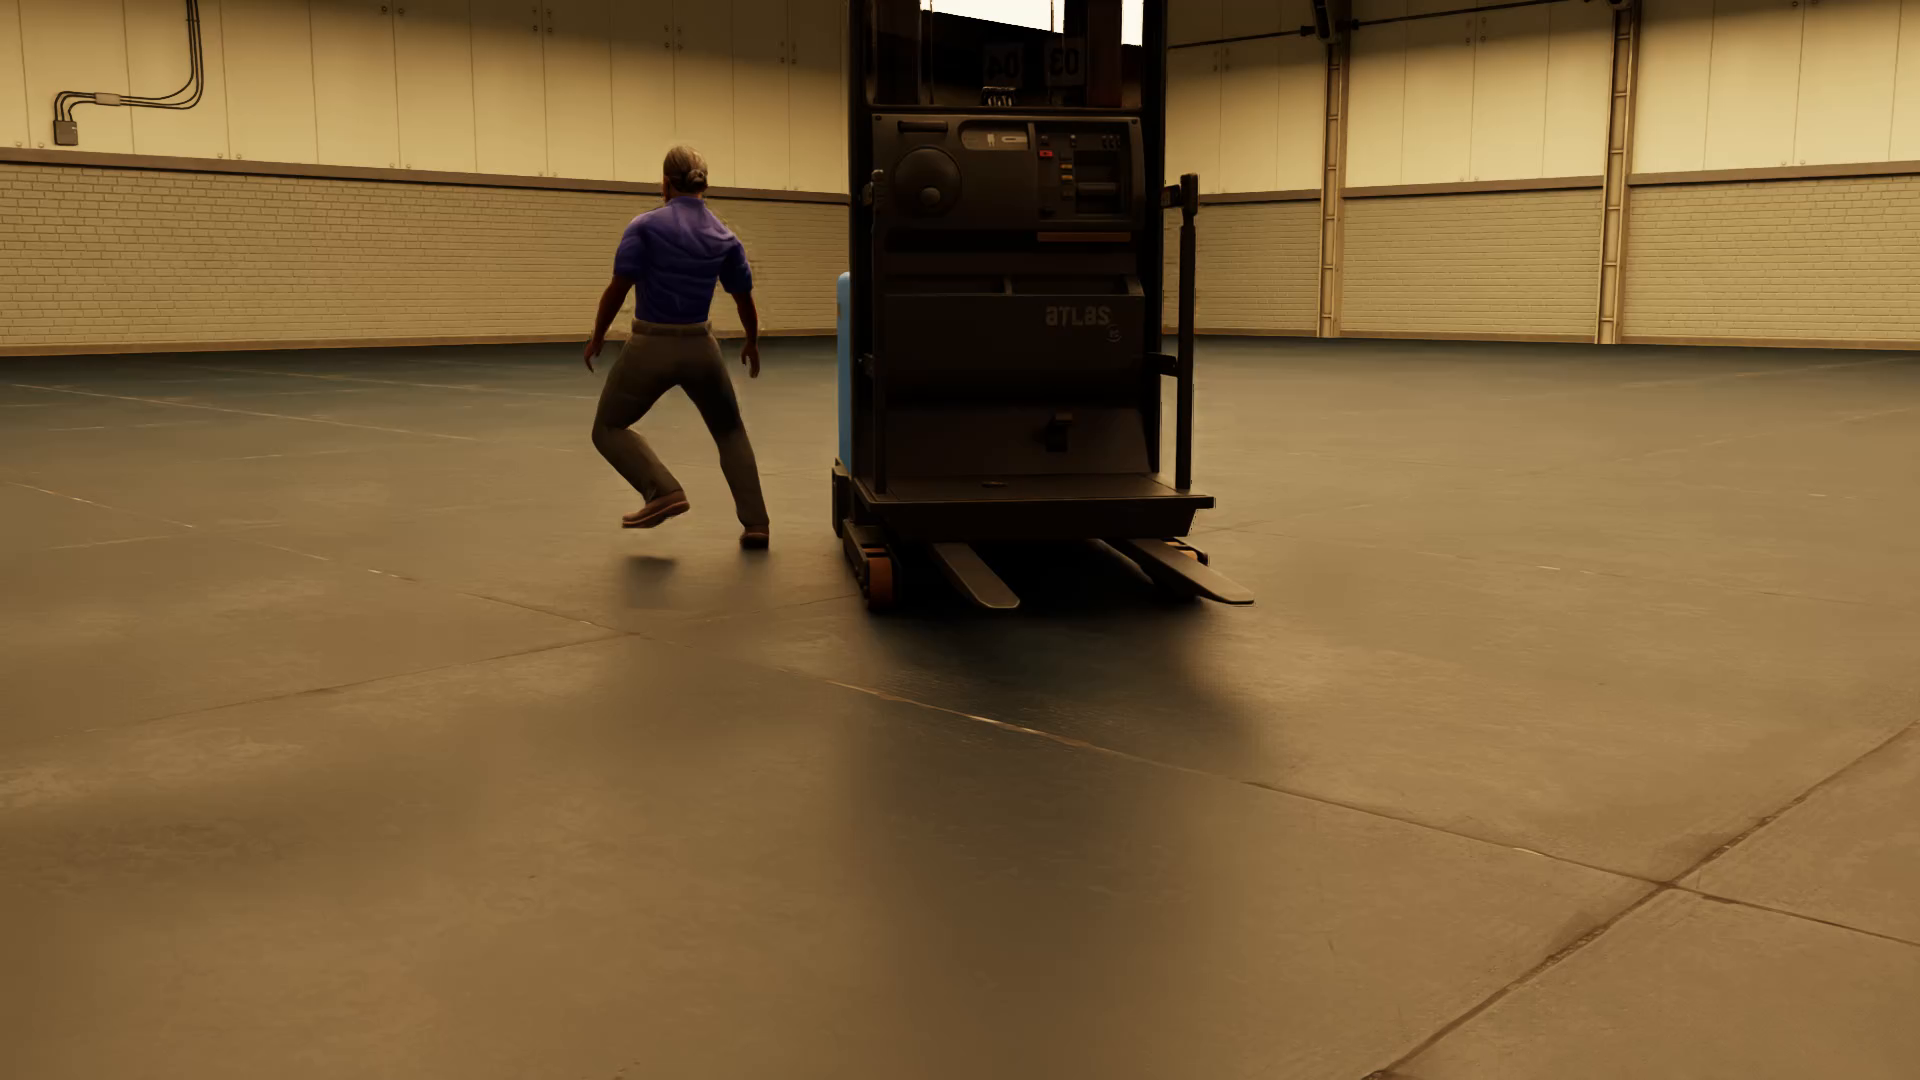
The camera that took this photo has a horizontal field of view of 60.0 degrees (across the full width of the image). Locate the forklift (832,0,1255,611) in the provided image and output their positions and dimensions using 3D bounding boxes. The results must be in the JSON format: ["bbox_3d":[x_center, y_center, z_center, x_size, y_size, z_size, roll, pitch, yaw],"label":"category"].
[{"bbox_3d":[0.198,-1.290,5.439,1.130,2.935,3.031,-1,9,-8],"label":"forklift"}]

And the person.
[{"bbox_3d":[-1.069,-0.711,6.440,0.736,1.589,0.481,-4,9,-24],"label":"person"}]
